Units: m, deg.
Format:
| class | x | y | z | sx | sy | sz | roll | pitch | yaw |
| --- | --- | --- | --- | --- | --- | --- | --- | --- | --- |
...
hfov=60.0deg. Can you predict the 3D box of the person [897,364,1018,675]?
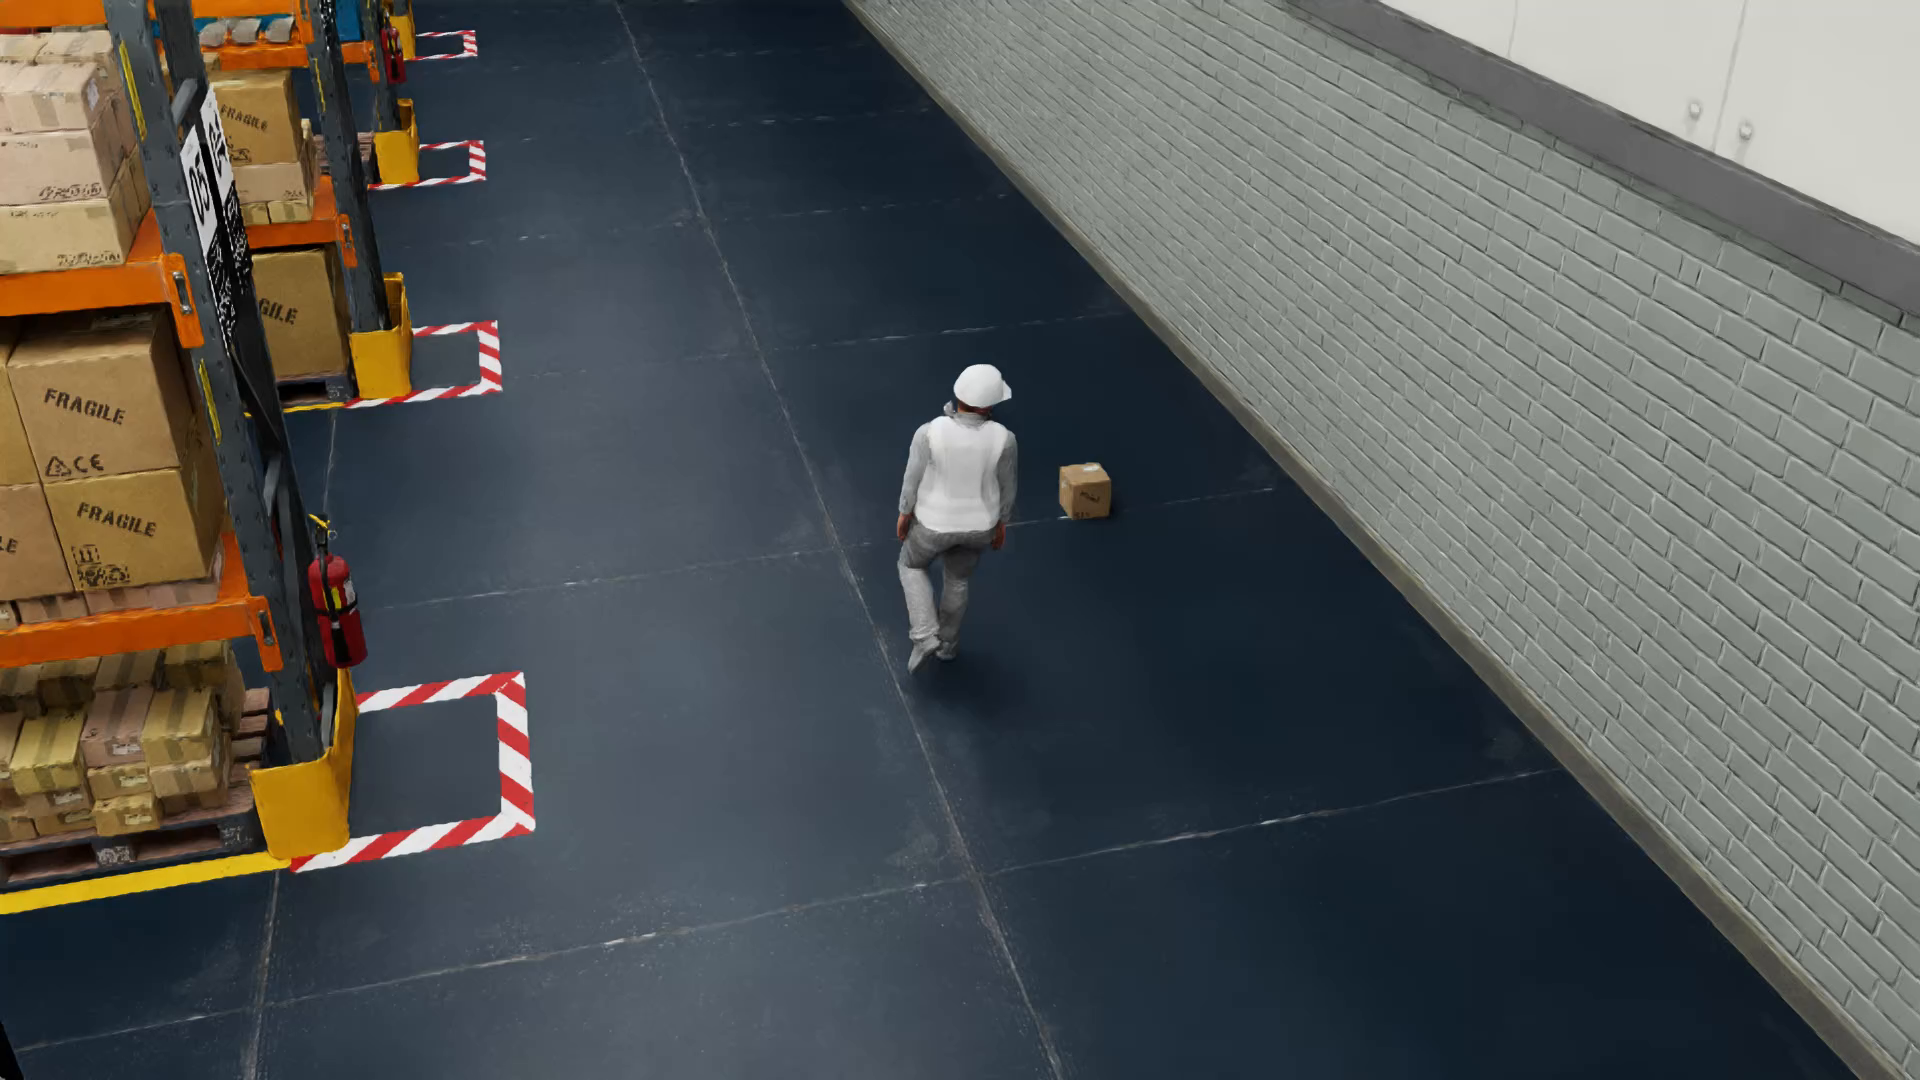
| class | x | y | z | sx | sy | sz | roll | pitch | yaw |
| --- | --- | --- | --- | --- | --- | --- | --- | --- | --- |
| person | -0.021 | -0.117 | 8.453 | 0.593 | 1.743 | 0.536 | -6 | 31 | -11 |
